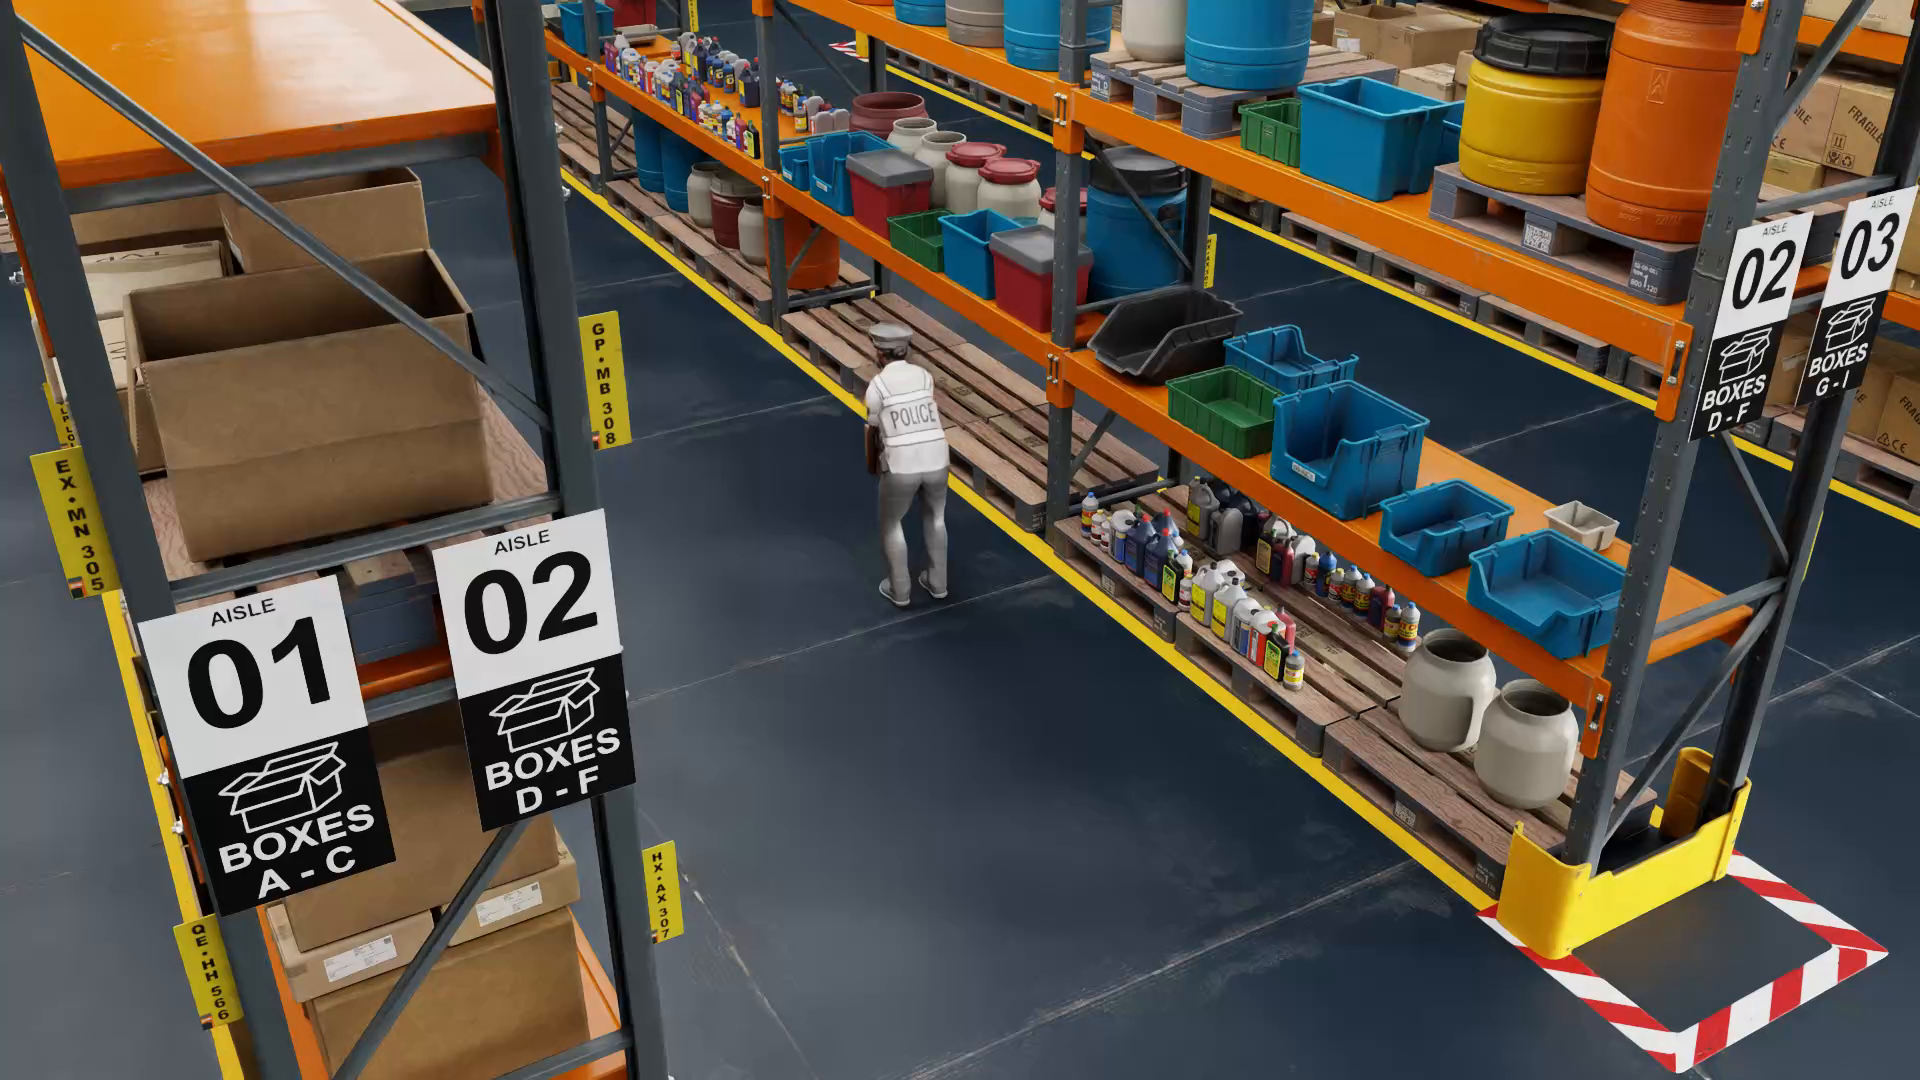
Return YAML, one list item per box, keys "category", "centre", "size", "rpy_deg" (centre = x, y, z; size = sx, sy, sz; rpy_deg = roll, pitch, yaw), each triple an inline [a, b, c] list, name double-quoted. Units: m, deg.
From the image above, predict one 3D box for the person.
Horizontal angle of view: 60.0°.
- category: "person"
  centre: [-0.307, -0.413, 9.395]
  size: [0.411, 1.574, 0.609]
  rpy_deg: [-12, 31, -20]
